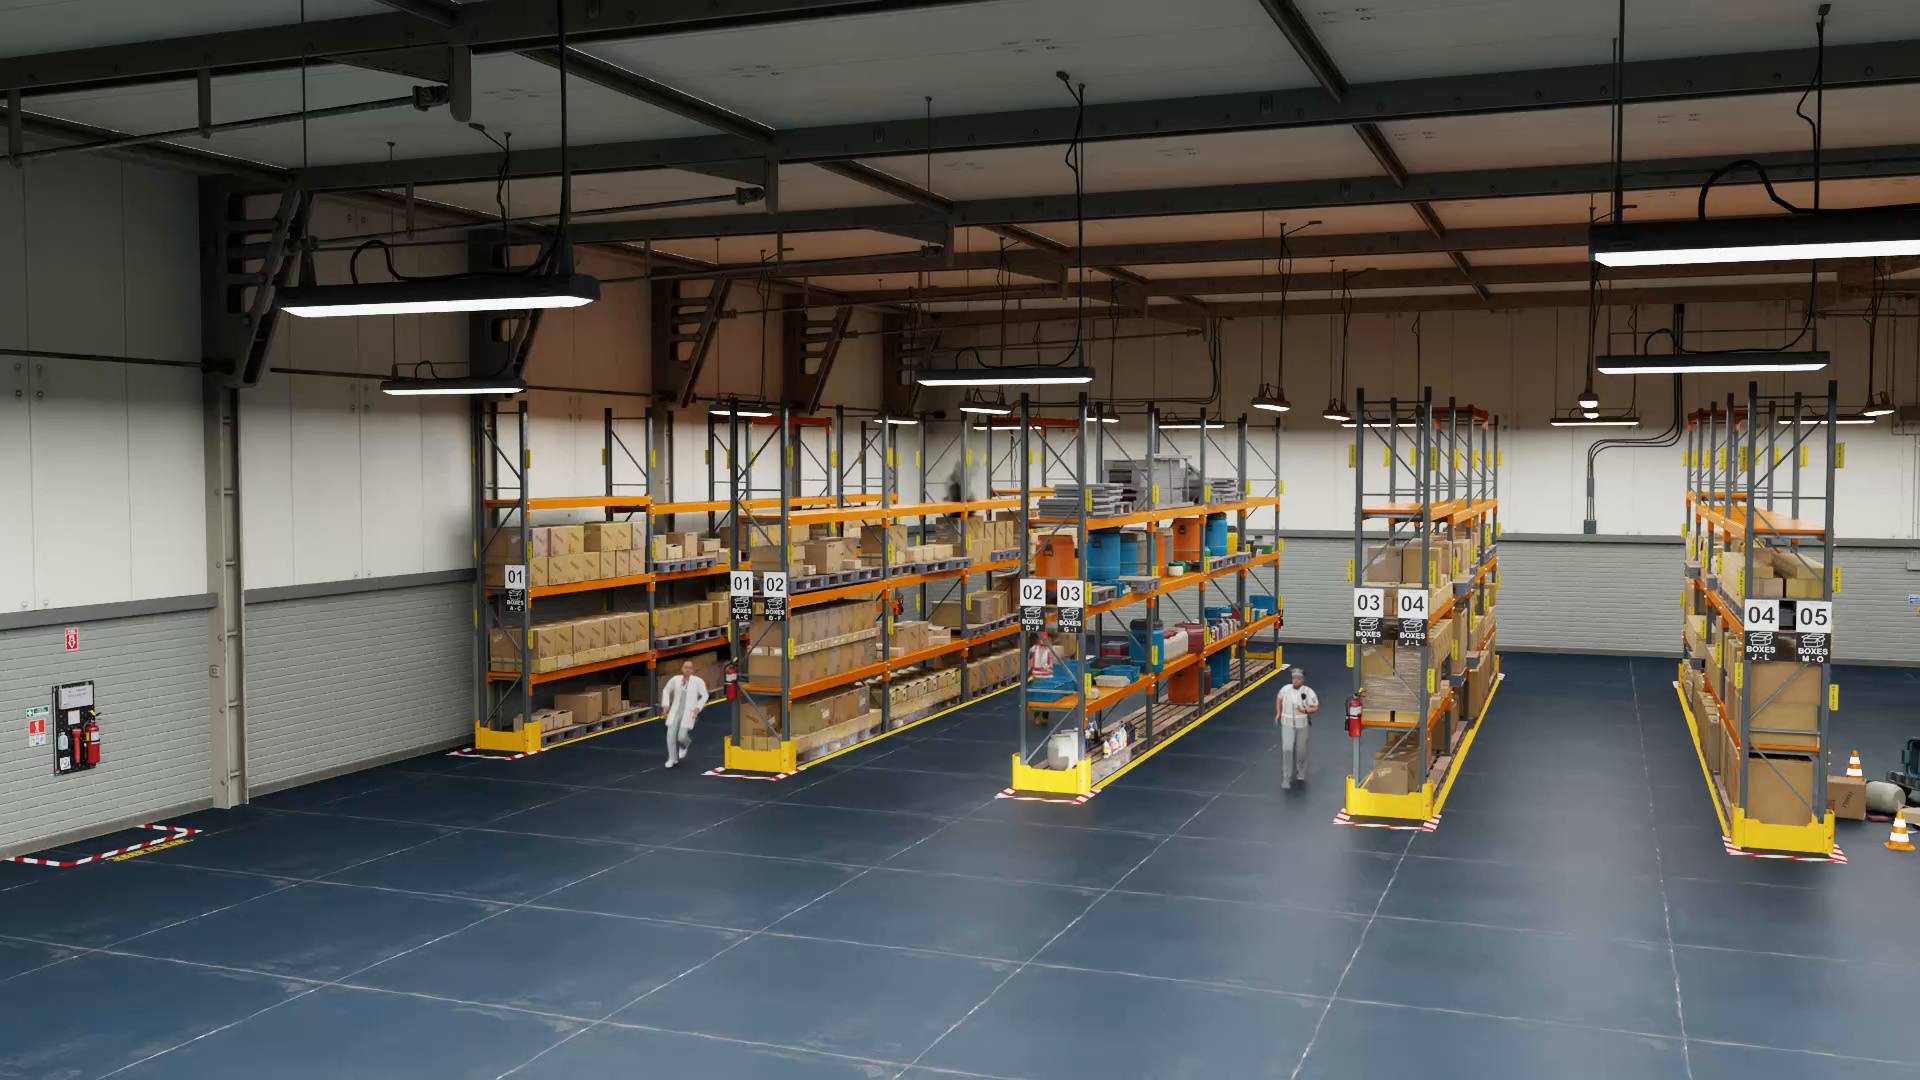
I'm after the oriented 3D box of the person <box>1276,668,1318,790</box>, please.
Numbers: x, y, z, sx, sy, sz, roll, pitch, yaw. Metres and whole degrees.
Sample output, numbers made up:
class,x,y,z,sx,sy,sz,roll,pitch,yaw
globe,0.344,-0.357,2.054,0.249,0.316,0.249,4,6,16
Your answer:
class,x,y,z,sx,sy,sz,roll,pitch,yaw
person,5.166,2.869,25.510,0.652,1.834,0.791,1,3,16

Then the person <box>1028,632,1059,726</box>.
class,x,y,z,sx,sy,sz,roll,pitch,yaw
person,1.525,2.589,31.067,0.641,1.775,0.687,0,3,8

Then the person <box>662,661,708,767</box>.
class,x,y,z,sx,sy,sz,roll,pitch,yaw
person,-4.504,2.834,27.196,0.759,1.721,0.608,0,3,7
